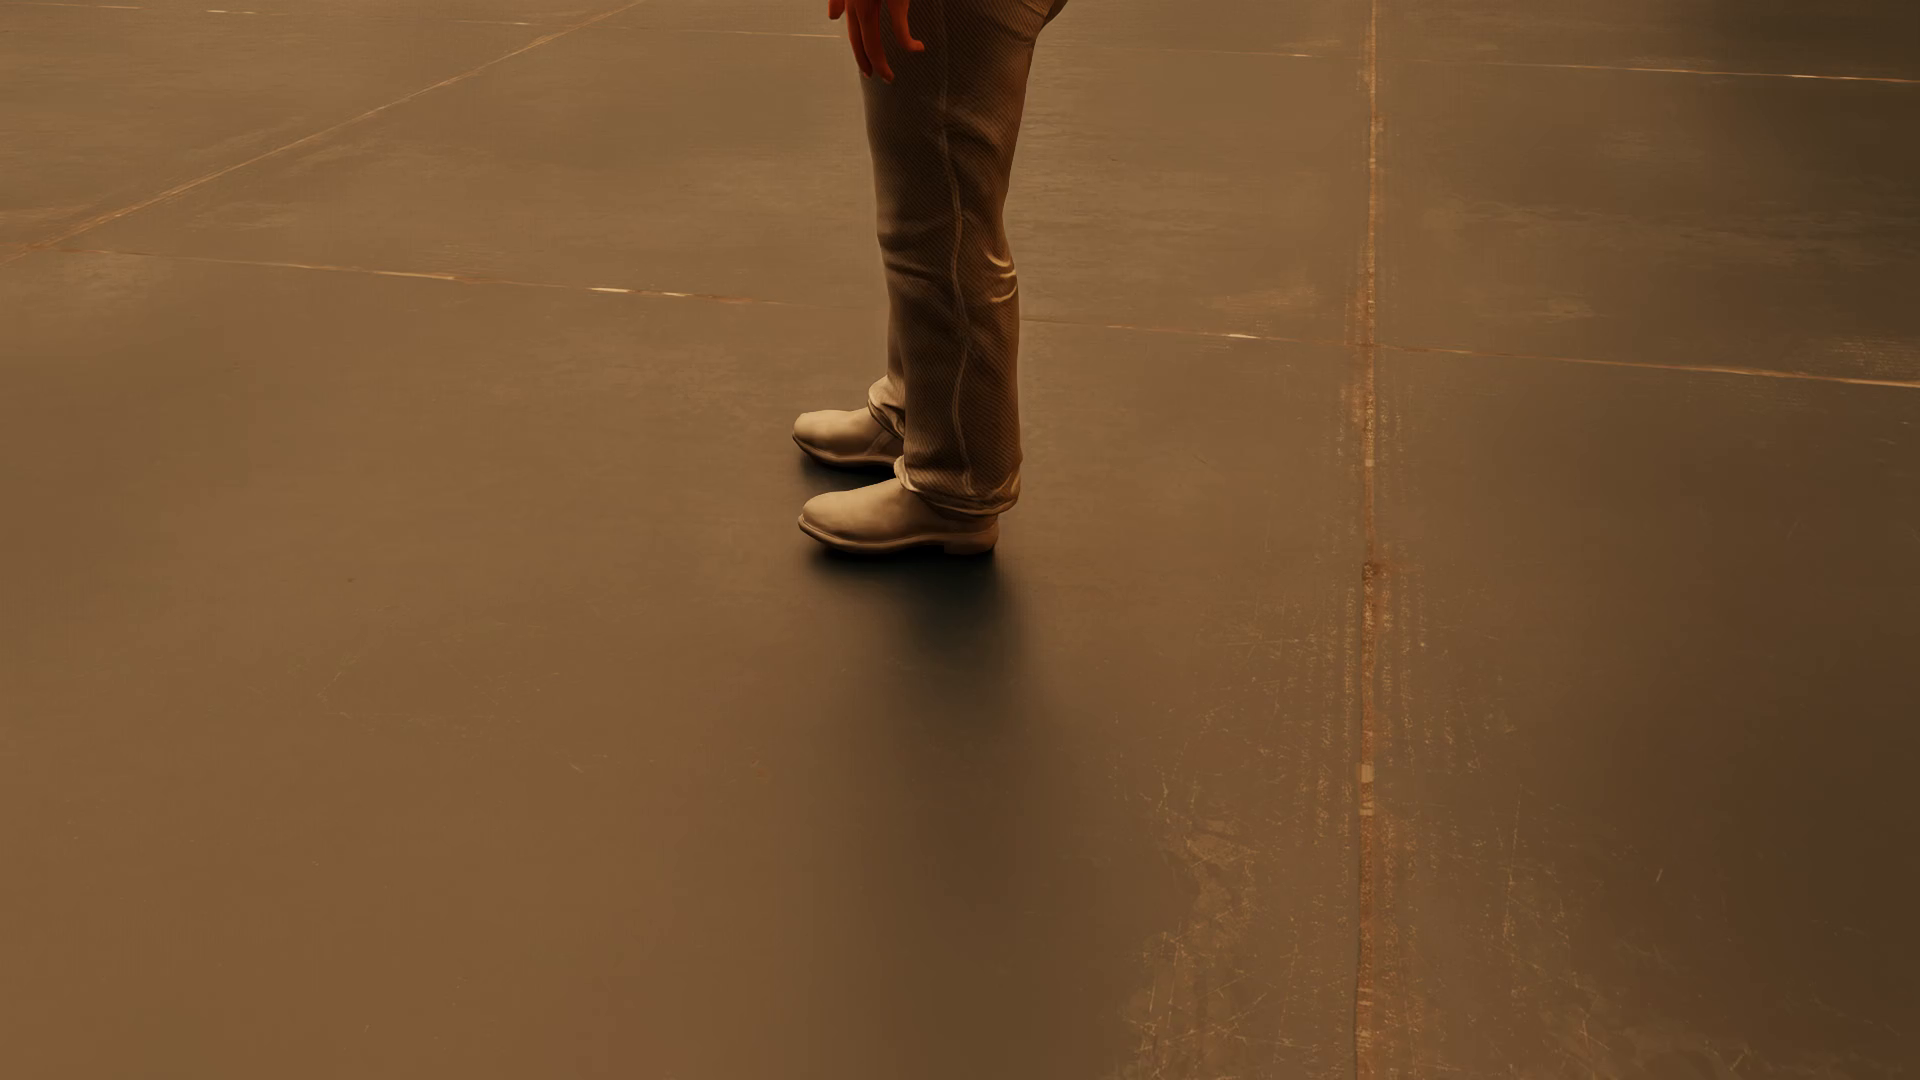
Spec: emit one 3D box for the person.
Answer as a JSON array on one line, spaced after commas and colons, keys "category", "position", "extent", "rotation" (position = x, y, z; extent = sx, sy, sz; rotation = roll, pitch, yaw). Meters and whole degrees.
[{"category": "person", "position": [-0.058, -0.808, 2.116], "extent": [0.568, 1.773, 0.632], "rotation": [6, 27, 11]}]
